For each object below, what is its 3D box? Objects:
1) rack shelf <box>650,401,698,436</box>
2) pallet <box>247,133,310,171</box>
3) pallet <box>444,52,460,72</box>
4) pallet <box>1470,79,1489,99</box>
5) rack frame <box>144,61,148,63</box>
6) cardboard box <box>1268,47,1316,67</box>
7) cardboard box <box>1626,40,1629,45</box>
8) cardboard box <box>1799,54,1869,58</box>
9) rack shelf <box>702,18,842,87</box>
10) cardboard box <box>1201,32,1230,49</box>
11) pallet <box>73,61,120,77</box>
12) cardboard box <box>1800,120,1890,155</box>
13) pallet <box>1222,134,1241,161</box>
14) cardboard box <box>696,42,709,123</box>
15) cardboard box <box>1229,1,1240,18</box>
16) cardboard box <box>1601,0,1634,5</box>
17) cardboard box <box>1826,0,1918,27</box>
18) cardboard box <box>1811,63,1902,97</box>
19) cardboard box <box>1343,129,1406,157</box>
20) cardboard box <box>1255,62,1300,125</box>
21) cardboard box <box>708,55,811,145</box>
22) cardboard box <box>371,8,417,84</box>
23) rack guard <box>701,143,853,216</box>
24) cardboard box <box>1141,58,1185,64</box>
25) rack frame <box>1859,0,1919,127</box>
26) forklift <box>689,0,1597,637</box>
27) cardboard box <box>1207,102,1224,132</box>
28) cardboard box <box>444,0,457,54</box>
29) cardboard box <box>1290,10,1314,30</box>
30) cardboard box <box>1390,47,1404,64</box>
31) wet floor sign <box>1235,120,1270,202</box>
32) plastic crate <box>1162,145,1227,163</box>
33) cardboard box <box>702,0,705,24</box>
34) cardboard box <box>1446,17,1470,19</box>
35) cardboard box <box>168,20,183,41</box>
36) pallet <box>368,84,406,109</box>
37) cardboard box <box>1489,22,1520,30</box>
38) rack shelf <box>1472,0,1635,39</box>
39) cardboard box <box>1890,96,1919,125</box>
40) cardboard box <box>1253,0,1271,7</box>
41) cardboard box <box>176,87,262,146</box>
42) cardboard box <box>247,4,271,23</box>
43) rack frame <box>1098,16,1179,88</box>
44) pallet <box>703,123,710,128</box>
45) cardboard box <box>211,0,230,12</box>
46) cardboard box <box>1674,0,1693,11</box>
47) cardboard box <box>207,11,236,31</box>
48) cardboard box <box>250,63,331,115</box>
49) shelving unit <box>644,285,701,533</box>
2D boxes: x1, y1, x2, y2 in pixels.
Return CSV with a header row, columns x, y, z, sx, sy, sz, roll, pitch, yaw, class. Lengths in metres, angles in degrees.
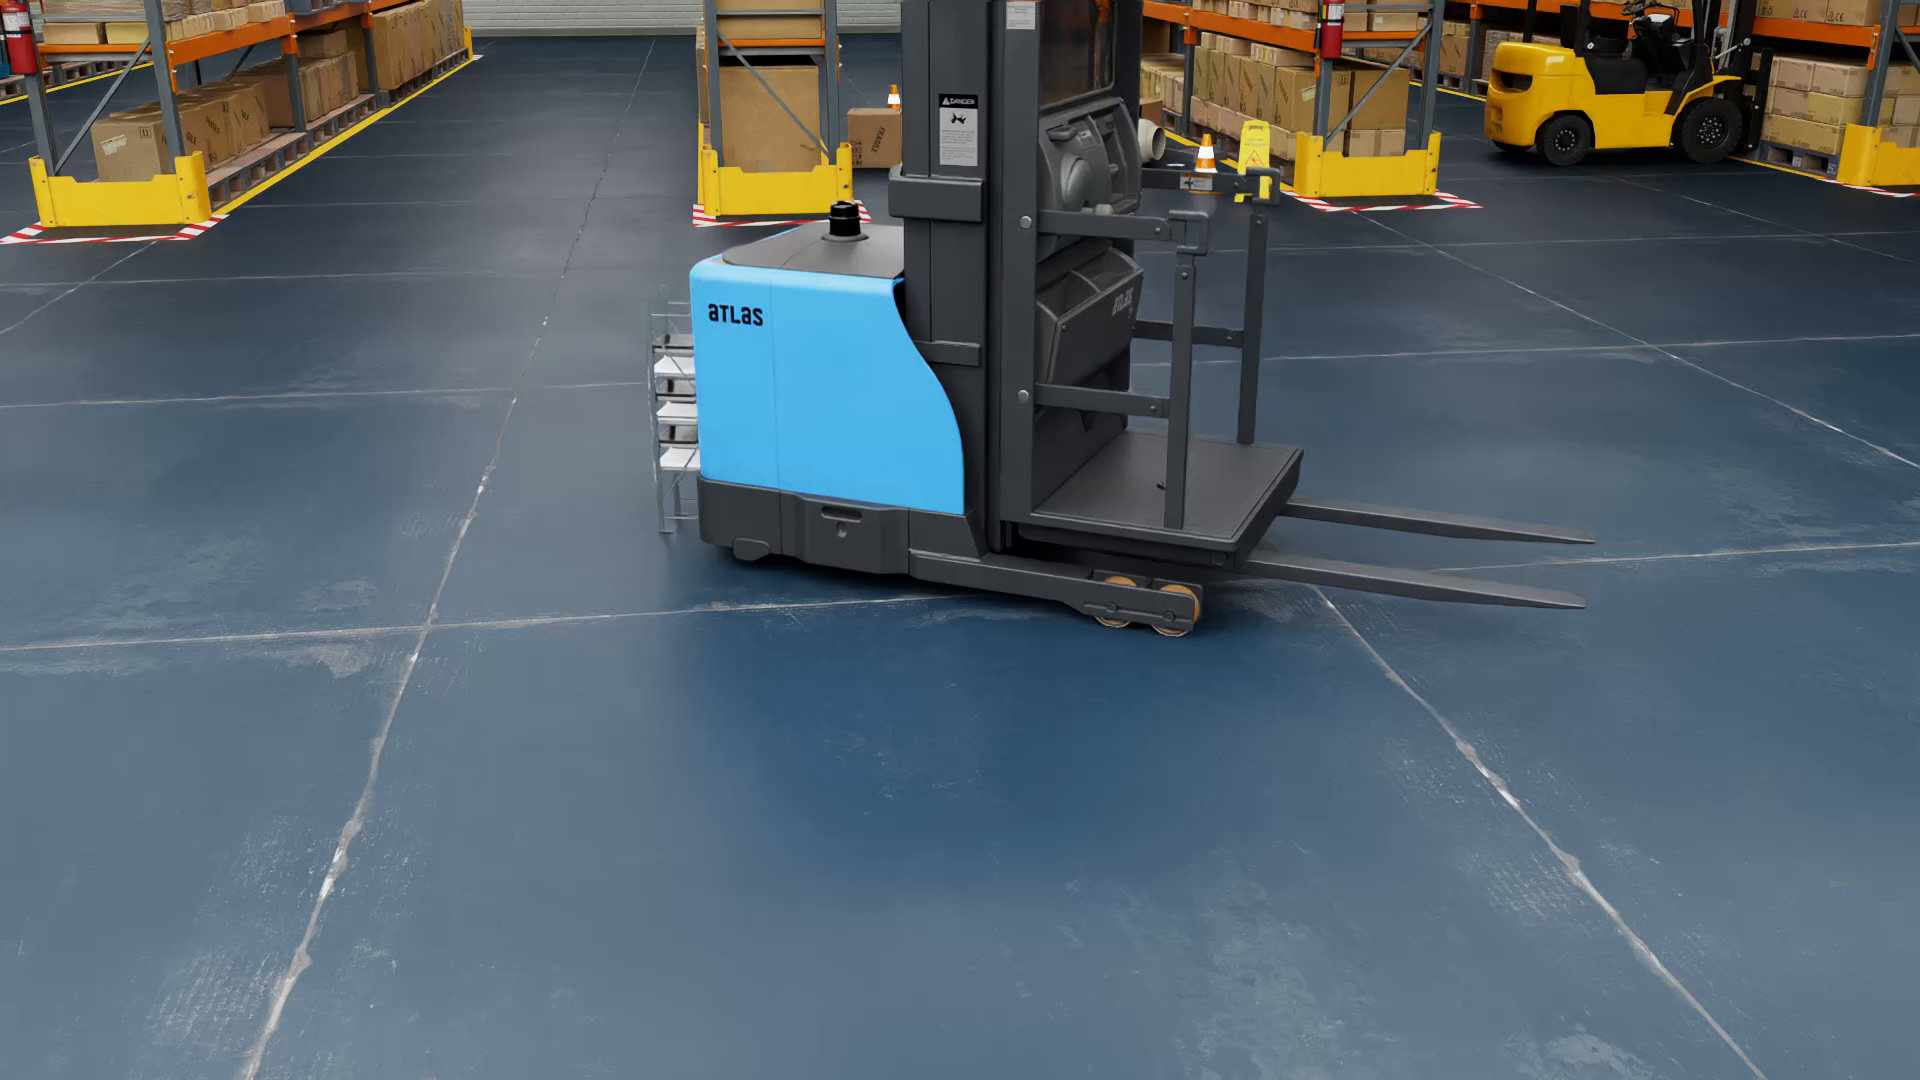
x,y,z,sx,sy,sz,roll,pitch,yaw,class
-1.006,-0.452,6.233,0.258,0.077,0.200,3,20,7,rack shelf
-6.816,-3.670,15.740,1.003,0.211,1.213,-3,21,-8,pallet
-8.312,-7.361,25.623,1.003,0.211,1.213,-3,21,-8,pallet
7.273,-5.750,21.309,1.003,0.211,1.213,-3,21,-8,pallet
-13.579,-9.112,26.325,1.000,3.000,0.127,-3,21,-8,rack frame
2.942,-4.273,14.702,0.380,0.149,0.250,-2,21,-6,cardboard box
7.579,-5.492,19.426,0.875,0.625,0.625,-3,21,-8,cardboard box
8.328,-4.473,15.805,0.500,0.250,0.500,-3,21,-8,cardboard box
-1.737,-4.392,14.718,1.077,0.370,4.000,-3,21,-8,rack shelf
2.635,-5.006,16.664,0.380,0.149,0.250,-3,21,-7,cardboard box
-13.326,-7.096,24.915,1.003,0.211,1.213,-3,21,-8,pallet
7.966,-3.629,14.974,0.500,0.250,0.500,-3,21,-7,cardboard box
3.170,-3.746,15.945,1.003,0.211,1.213,-3,21,-8,pallet
-2.204,-4.775,17.329,1.050,0.750,0.750,-3,21,-8,cardboard box
2.762,-5.020,15.730,0.380,0.149,0.250,-3,21,-7,cardboard box
7.438,-6.049,18.340,0.500,0.250,0.500,-2,21,-7,cardboard box
8.016,-4.777,14.577,0.500,0.500,0.500,-3,21,-9,cardboard box
7.972,-4.094,14.791,0.500,0.250,0.500,-2,21,-6,cardboard box
3.593,-3.524,14.693,0.500,0.250,0.500,-3,21,-8,cardboard box
2.983,-4.026,14.967,0.500,0.500,0.500,-2,21,-6,cardboard box
-1.741,-3.774,14.471,0.875,0.875,0.875,-3,21,-9,cardboard box
-7.724,-6.342,21.346,1.225,0.875,0.875,-3,21,-8,cardboard box
-1.445,-2.858,13.153,1.175,0.500,0.348,-3,21,-8,rack guard
2.468,-5.606,20.094,0.950,0.372,0.625,-3,21,-9,cardboard box
8.347,-4.573,14.174,1.000,3.000,0.127,-3,21,-8,rack frame
0.622,-1.270,5.427,3.031,2.935,1.130,8,22,21,forklift
2.765,-4.213,16.539,0.500,0.250,0.500,-2,21,-5,cardboard box
-8.375,-8.030,25.866,0.875,0.875,0.875,-3,21,-8,cardboard box
3.023,-4.405,14.082,0.380,0.149,0.250,-3,21,-8,cardboard box
6.618,-7.218,24.227,0.500,0.500,0.500,-4,21,-9,cardboard box
2.404,-3.099,13.591,0.267,0.644,0.232,4,21,11,wet floor sign
2.274,-3.754,16.153,0.402,0.080,0.583,-11,23,-26,plastic crate
-1.897,-4.983,15.056,0.875,0.550,0.550,-3,21,-8,cardboard box
7.190,-7.410,23.813,0.380,0.149,0.250,-4,21,-10,cardboard box
-6.193,-3.902,12.736,0.380,0.149,0.250,-3,21,-8,cardboard box
-7.564,-5.562,20.807,1.003,0.211,1.213,-3,21,-8,pallet
7.415,-6.962,22.616,0.380,0.149,0.250,-2,21,-6,cardboard box
7.482,-6.314,19.862,1.077,0.370,4.000,-3,21,-8,rack shelf
8.484,-3.889,14.958,0.500,0.250,0.500,-3,21,-7,cardboard box
2.948,-5.029,14.825,0.500,0.500,0.500,-3,21,-8,cardboard box
-6.840,-3.894,15.328,0.500,0.500,0.500,4,21,9,cardboard box
-6.476,-4.772,15.065,0.380,0.149,0.250,-3,21,-8,cardboard box
2.282,-7.092,20.916,1.000,3.000,0.127,-3,21,-8,rack frame
-2.211,-4.379,17.639,1.003,0.211,1.213,-3,21,-8,pallet
-6.704,-4.716,13.988,0.875,0.500,0.500,-3,21,-8,cardboard box
7.667,-5.659,16.937,0.500,0.500,0.500,-3,21,-7,cardboard box
-6.297,-4.339,13.906,0.380,0.149,0.250,-3,21,-8,cardboard box
-7.146,-4.815,17.766,0.700,0.500,0.500,-5,21,-12,cardboard box
-1.006,-0.483,6.221,0.258,0.900,0.210,3,20,7,shelving unit
